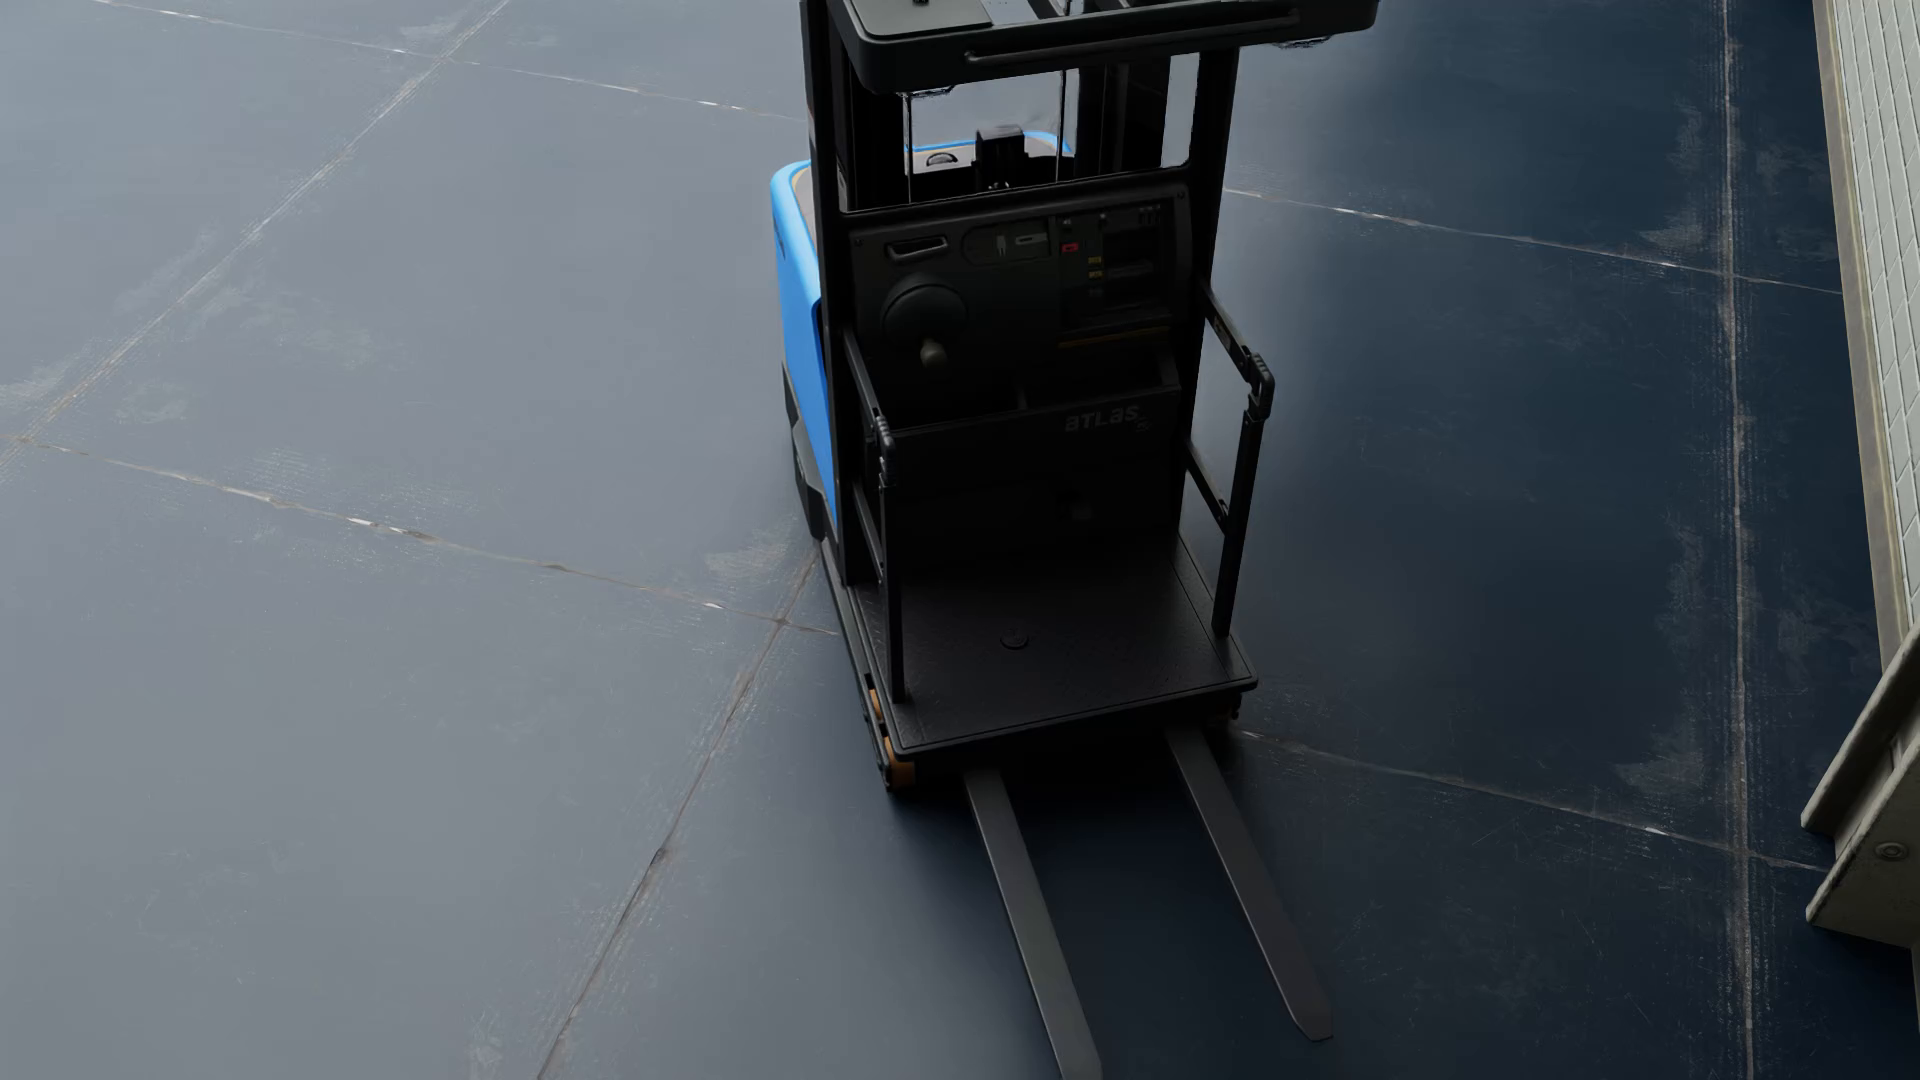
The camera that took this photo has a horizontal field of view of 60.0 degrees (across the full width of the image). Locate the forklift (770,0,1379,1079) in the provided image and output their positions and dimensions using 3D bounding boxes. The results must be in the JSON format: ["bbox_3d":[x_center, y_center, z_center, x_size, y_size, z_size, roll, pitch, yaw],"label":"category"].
[{"bbox_3d":[0.228,-0.610,4.278,1.130,2.935,3.031,-10,45,-10],"label":"forklift"}]
